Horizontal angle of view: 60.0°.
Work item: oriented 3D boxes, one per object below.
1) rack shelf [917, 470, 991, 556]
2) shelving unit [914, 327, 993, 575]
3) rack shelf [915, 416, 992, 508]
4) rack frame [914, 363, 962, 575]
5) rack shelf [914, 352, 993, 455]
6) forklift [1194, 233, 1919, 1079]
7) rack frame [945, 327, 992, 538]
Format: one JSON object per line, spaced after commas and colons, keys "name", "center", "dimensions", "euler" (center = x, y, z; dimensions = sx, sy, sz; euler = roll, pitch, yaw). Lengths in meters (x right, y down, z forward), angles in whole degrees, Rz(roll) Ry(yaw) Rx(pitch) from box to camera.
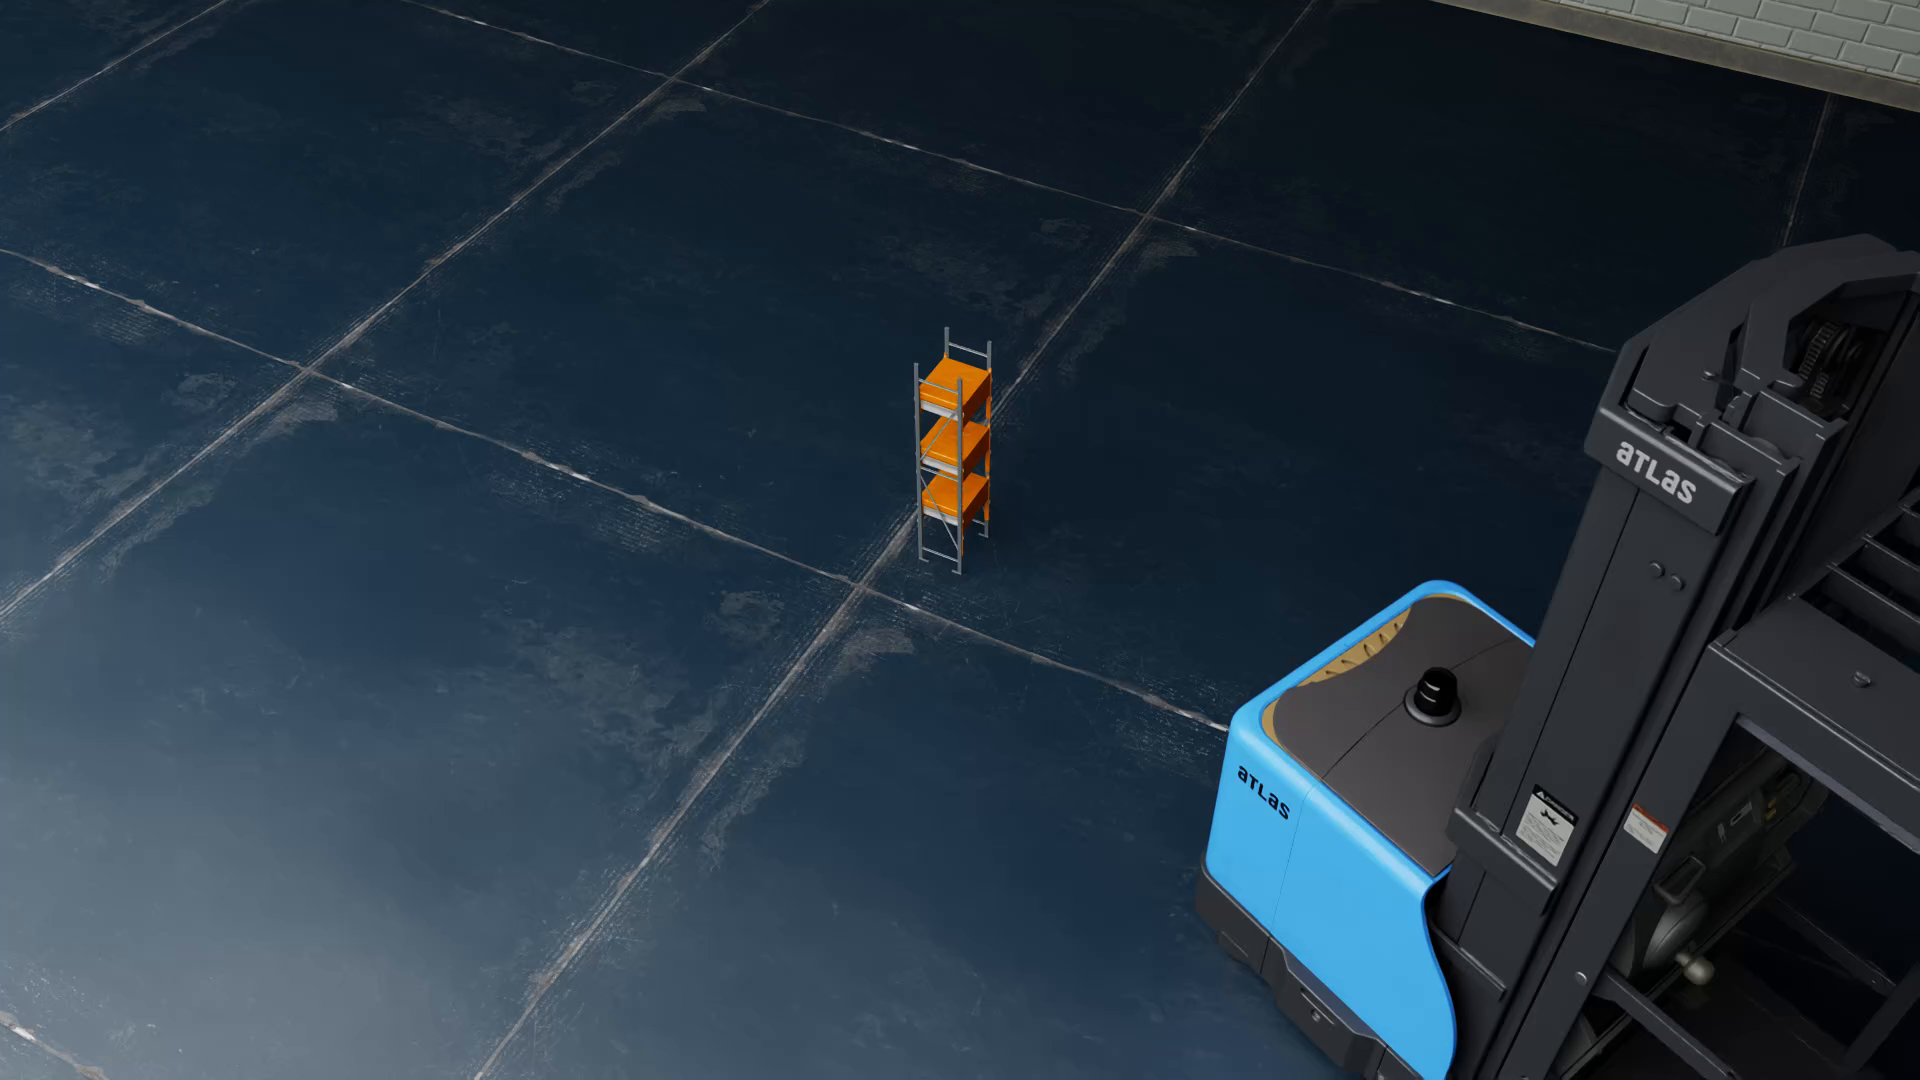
{"name": "rack shelf", "center": [-0.025, -0.133, 6.828], "dimensions": [0.215, 0.259, 0.240], "euler": [20, 49, 19]}
{"name": "shelving unit", "center": [-0.025, -0.335, 6.623], "dimensions": [0.215, 1.050, 0.252], "euler": [20, 49, 19]}
{"name": "rack shelf", "center": [-0.025, -0.328, 6.631], "dimensions": [0.215, 0.259, 0.240], "euler": [20, 49, 19]}
{"name": "rack frame", "center": [-0.081, -0.258, 6.547], "dimensions": [0.200, 1.050, 0.008], "euler": [20, 49, 19]}
{"name": "rack shelf", "center": [-0.025, -0.527, 6.429], "dimensions": [0.215, 0.259, 0.240], "euler": [20, 49, 19]}
{"name": "forklift", "center": [2.109, 0.864, 4.115], "dimensions": [1.130, 2.935, 3.031], "euler": [-29, 52, -26]}
{"name": "rack frame", "center": [0.032, -0.412, 6.699], "dimensions": [0.200, 1.050, 0.008], "euler": [20, 49, 19]}
